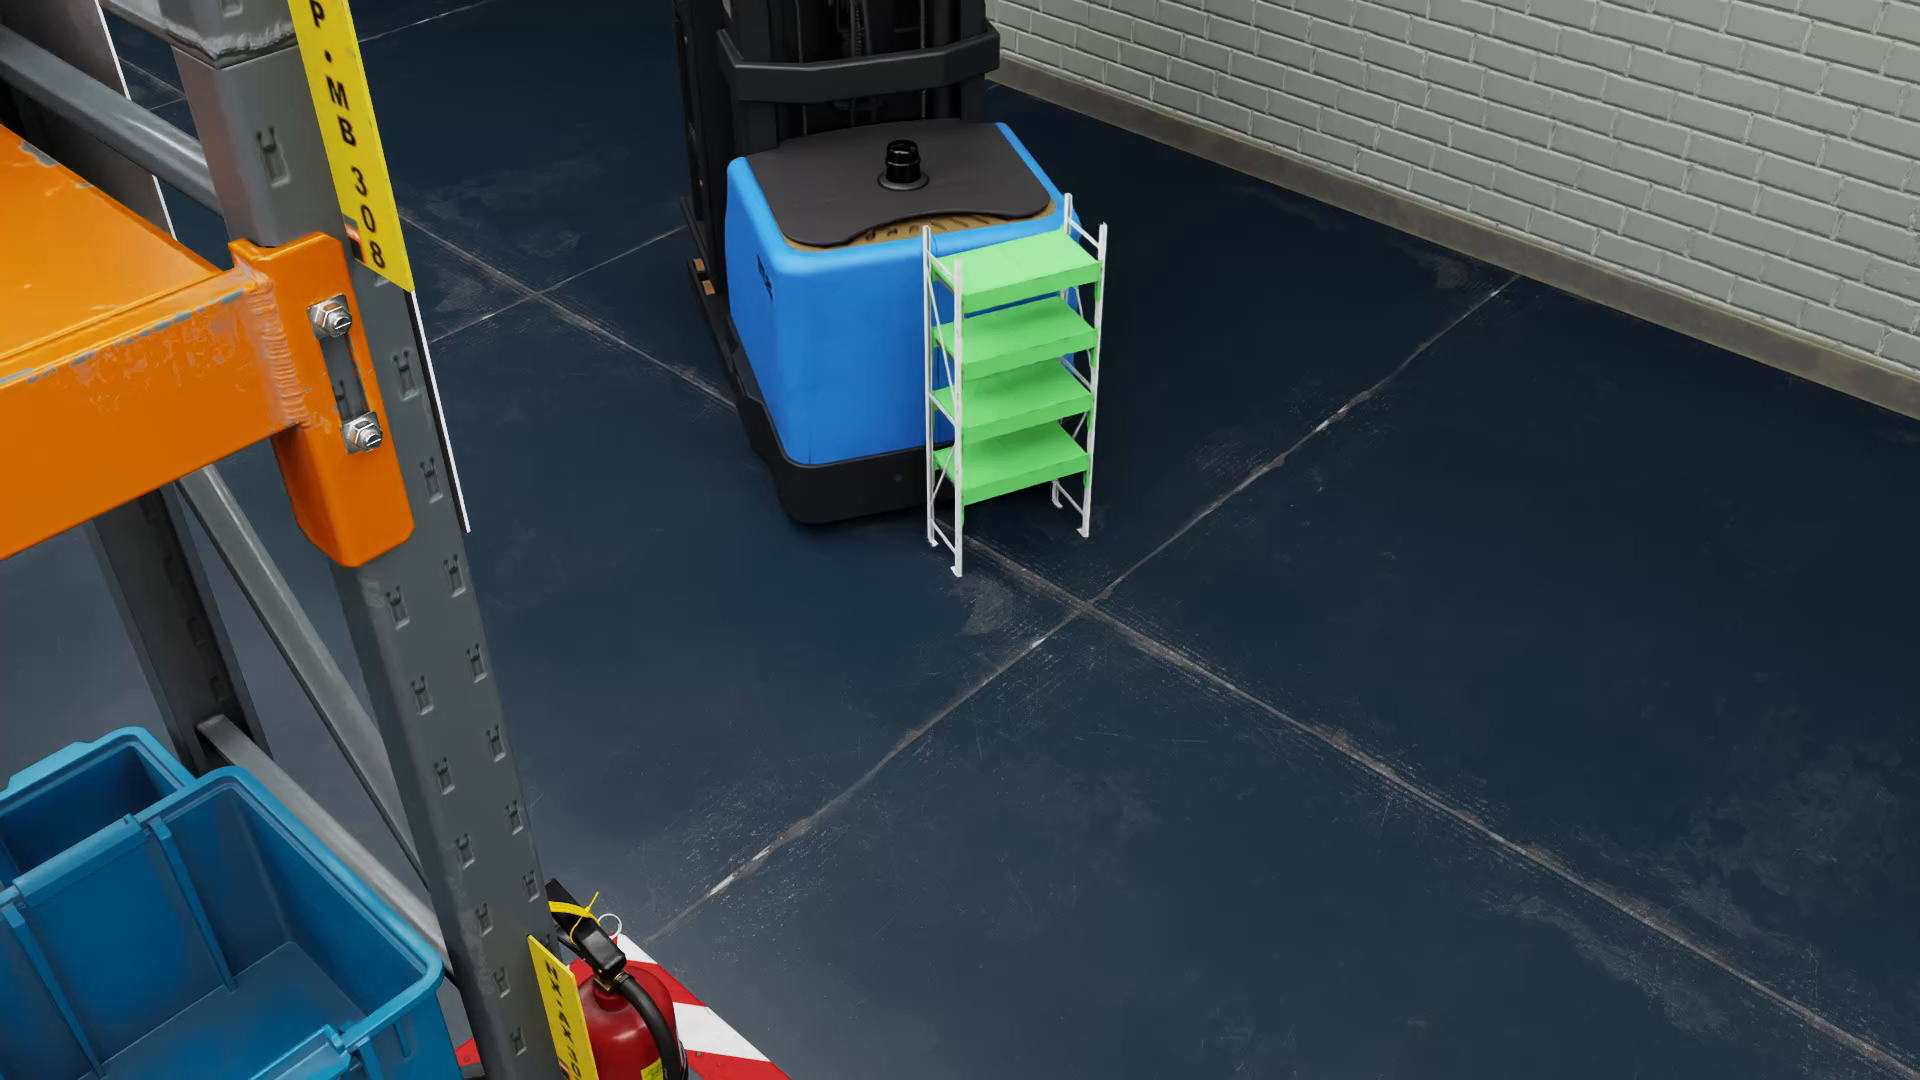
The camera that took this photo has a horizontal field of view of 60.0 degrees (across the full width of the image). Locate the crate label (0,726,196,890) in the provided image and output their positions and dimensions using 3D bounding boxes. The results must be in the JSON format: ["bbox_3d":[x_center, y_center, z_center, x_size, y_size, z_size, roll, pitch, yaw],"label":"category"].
[{"bbox_3d":[-1.379,0.545,2.741,0.416,0.233,0.303,30,47,32],"label":"crate label"}]

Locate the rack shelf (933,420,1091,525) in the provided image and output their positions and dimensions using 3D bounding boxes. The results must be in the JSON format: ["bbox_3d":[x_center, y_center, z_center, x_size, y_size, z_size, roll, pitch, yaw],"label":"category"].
[{"bbox_3d":[0.167,-0.239,5.575,0.480,0.148,0.258,-17,41,-20],"label":"rack shelf"}]

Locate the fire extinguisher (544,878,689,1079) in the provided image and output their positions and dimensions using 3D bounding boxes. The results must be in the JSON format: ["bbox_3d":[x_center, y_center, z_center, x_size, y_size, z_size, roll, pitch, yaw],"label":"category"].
[{"bbox_3d":[-0.533,0.825,2.664,0.296,0.674,0.183,30,47,32],"label":"fire extinguisher"}]

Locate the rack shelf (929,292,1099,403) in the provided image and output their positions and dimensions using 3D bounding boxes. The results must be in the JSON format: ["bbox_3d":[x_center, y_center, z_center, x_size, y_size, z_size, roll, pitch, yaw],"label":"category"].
[{"bbox_3d":[0.167,-0.615,5.277,0.480,0.148,0.258,-17,41,-20],"label":"rack shelf"}]

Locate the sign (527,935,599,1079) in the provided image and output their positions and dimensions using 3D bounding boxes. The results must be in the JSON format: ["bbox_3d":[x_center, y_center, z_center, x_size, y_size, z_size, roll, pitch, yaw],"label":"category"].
[{"bbox_3d":[-0.553,0.687,2.345,0.100,0.325,0.005,30,47,32],"label":"sign"}]

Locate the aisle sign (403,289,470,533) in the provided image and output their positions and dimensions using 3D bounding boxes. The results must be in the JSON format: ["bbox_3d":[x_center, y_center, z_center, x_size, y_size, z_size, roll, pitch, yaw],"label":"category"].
[{"bbox_3d":[-0.705,-0.400,1.754,0.394,0.787,0.004,30,47,32],"label":"aisle sign"}]

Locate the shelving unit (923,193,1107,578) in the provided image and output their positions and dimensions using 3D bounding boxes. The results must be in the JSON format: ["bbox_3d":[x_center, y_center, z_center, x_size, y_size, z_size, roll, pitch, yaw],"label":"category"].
[{"bbox_3d":[0.167,-0.477,5.386,0.503,1.200,0.258,-17,41,-20],"label":"shelving unit"}]

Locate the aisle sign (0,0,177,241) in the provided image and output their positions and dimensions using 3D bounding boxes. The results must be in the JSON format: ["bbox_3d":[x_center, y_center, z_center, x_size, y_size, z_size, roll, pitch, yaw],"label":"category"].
[{"bbox_3d":[-1.140,-0.648,2.066,0.394,0.787,0.004,30,47,32],"label":"aisle sign"}]

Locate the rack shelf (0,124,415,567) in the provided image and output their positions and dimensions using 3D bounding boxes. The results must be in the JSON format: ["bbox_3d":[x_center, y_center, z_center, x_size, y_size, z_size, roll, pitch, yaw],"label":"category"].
[{"bbox_3d":[-2.319,0.554,0.811,1.077,0.370,4.000,30,47,32],"label":"rack shelf"}]

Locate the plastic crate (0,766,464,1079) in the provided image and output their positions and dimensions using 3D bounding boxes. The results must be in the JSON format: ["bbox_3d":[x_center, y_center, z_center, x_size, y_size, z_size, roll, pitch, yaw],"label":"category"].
[{"bbox_3d":[-1.058,0.722,2.355,0.616,0.435,0.499,30,47,32],"label":"plastic crate"}]

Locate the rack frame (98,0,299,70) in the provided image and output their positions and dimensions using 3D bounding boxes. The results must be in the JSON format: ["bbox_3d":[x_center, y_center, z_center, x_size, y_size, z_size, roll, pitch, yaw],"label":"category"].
[{"bbox_3d":[-0.970,-1.821,0.809,1.000,3.000,0.127,30,47,32],"label":"rack frame"}]

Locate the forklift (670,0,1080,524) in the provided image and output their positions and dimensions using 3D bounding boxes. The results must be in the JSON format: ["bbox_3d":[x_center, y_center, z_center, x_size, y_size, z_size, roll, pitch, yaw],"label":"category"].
[{"bbox_3d":[-0.520,-2.126,6.068,1.130,2.935,3.031,-11,40,-14],"label":"forklift"}]

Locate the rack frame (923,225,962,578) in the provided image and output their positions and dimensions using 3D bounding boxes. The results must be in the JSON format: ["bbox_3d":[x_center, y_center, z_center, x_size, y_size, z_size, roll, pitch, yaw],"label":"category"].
[{"bbox_3d":[-0.053,-0.411,5.303,0.015,1.200,0.240,-17,41,-20],"label":"rack frame"}]

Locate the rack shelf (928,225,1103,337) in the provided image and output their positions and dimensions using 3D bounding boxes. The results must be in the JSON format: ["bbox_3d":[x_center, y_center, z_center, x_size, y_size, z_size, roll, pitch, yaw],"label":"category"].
[{"bbox_3d":[0.167,-0.803,5.127,0.480,0.148,0.258,-17,41,-20],"label":"rack shelf"}]

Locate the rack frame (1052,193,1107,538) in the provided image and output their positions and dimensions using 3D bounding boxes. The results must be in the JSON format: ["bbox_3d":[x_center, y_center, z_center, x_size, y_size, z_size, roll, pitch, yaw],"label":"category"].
[{"bbox_3d":[0.386,-0.544,5.470,0.015,1.200,0.240,-17,41,-20],"label":"rack frame"}]

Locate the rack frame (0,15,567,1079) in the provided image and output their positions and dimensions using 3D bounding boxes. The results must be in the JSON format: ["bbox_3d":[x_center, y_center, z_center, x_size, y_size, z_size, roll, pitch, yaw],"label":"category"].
[{"bbox_3d":[-0.970,0.528,2.676,1.000,3.000,0.127,30,47,32],"label":"rack frame"}]

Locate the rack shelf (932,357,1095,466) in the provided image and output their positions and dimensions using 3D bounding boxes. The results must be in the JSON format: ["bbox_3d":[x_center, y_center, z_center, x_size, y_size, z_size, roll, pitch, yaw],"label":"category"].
[{"bbox_3d":[0.167,-0.427,5.426,0.480,0.148,0.258,-17,41,-20],"label":"rack shelf"}]

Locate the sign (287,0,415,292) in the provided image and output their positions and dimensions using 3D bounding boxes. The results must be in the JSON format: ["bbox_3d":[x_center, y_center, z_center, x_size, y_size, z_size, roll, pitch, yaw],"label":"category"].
[{"bbox_3d":[-0.553,-0.382,1.494,0.100,0.325,0.005,30,47,32],"label":"sign"}]
